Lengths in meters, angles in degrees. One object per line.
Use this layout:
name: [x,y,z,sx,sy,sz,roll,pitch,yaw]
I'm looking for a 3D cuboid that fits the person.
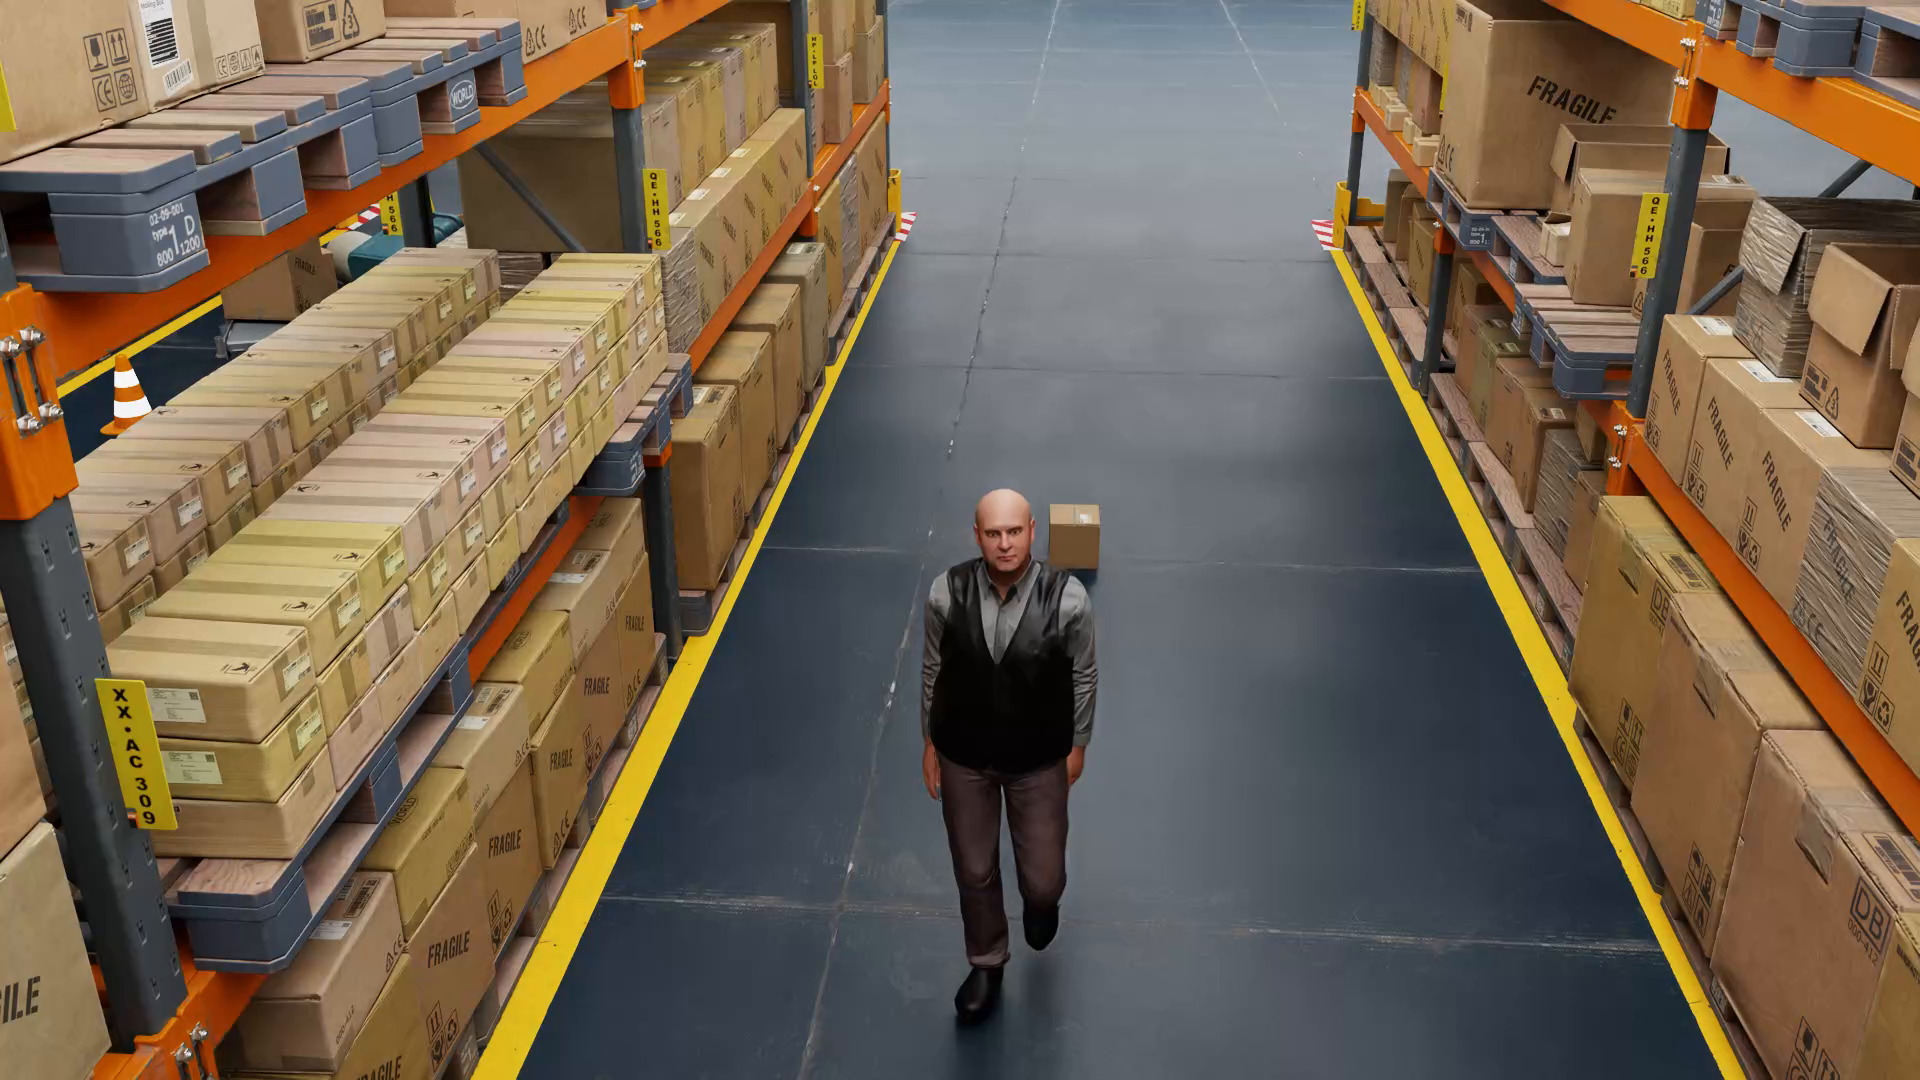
person: [0.145,0.650,5.150,0.540,1.709,0.551,5,25,10]
